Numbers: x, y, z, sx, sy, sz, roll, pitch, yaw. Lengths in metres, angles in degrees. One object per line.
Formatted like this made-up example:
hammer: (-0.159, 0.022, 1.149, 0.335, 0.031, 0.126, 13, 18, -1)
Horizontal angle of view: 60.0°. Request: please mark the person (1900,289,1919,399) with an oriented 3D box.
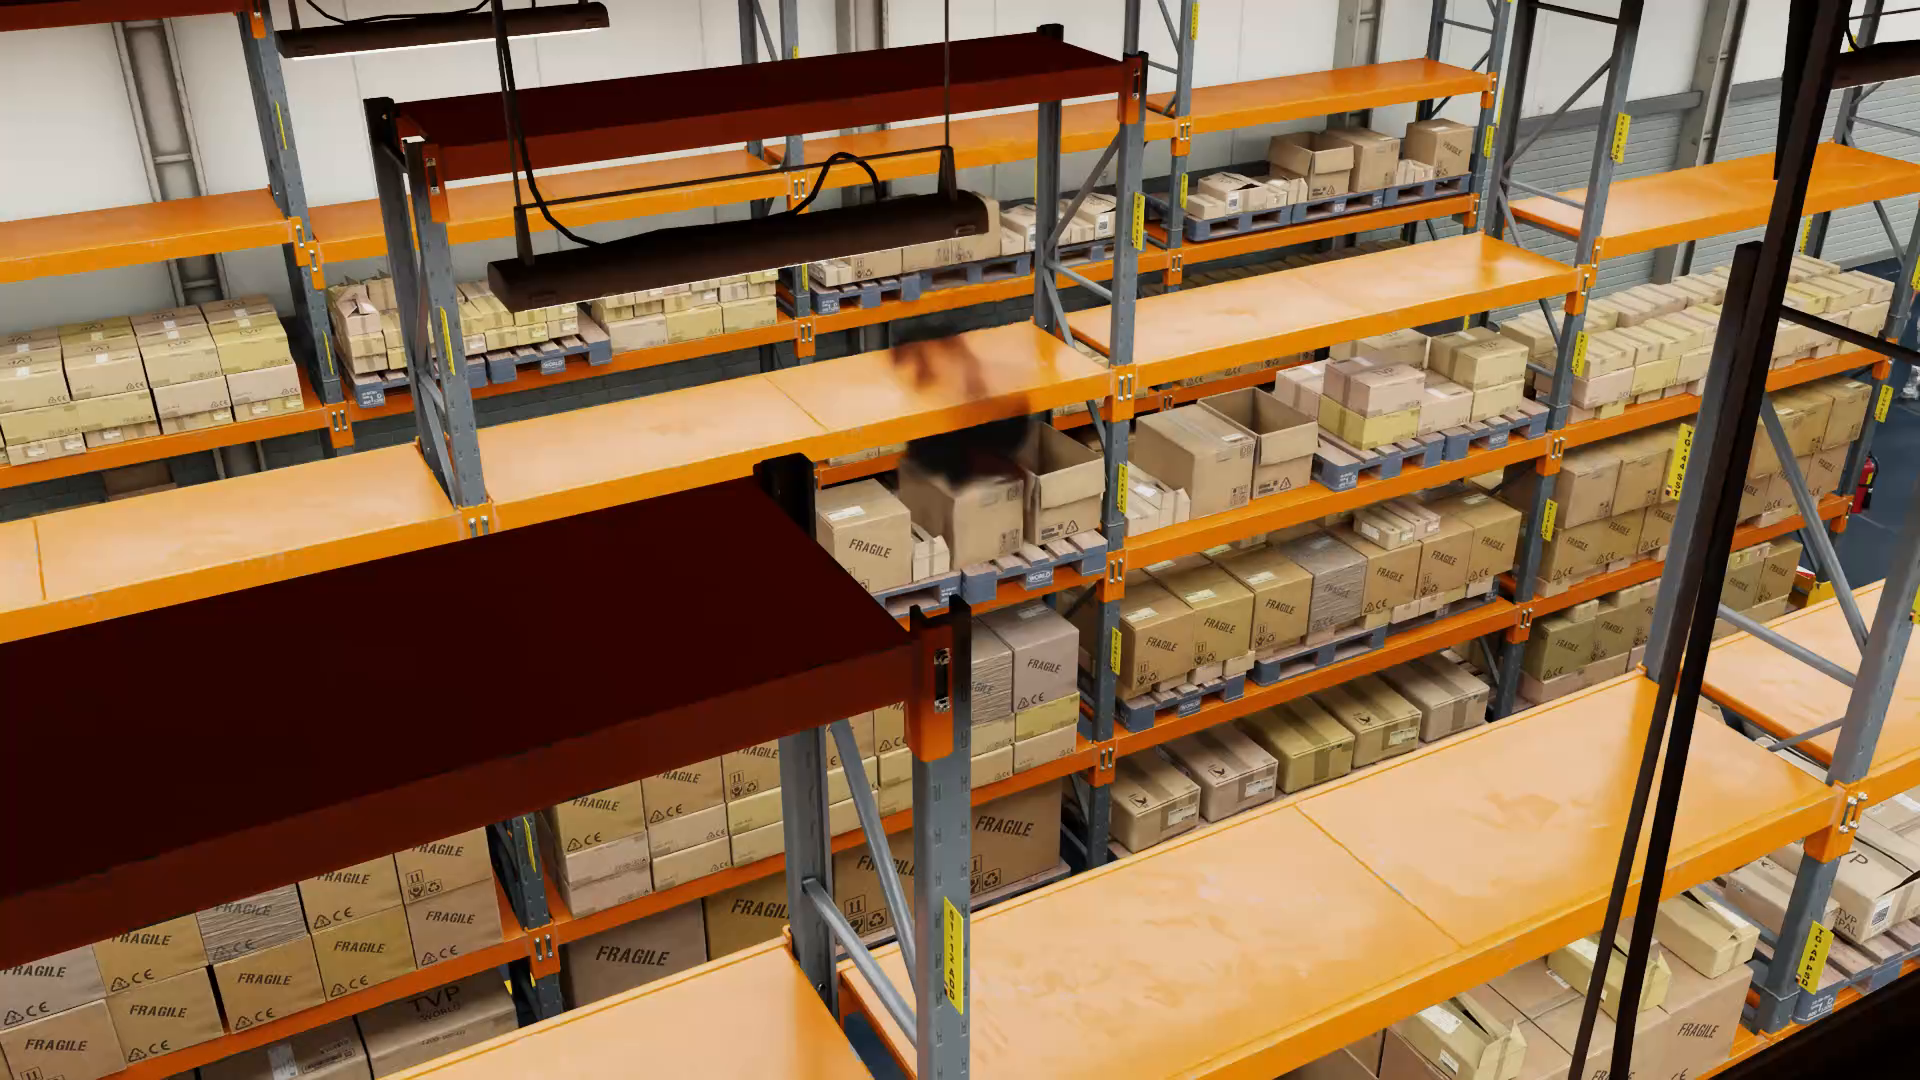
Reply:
person: (11.709, -2.553, 19.941, 0.707, 1.728, 0.657, 25, 37, 38)
